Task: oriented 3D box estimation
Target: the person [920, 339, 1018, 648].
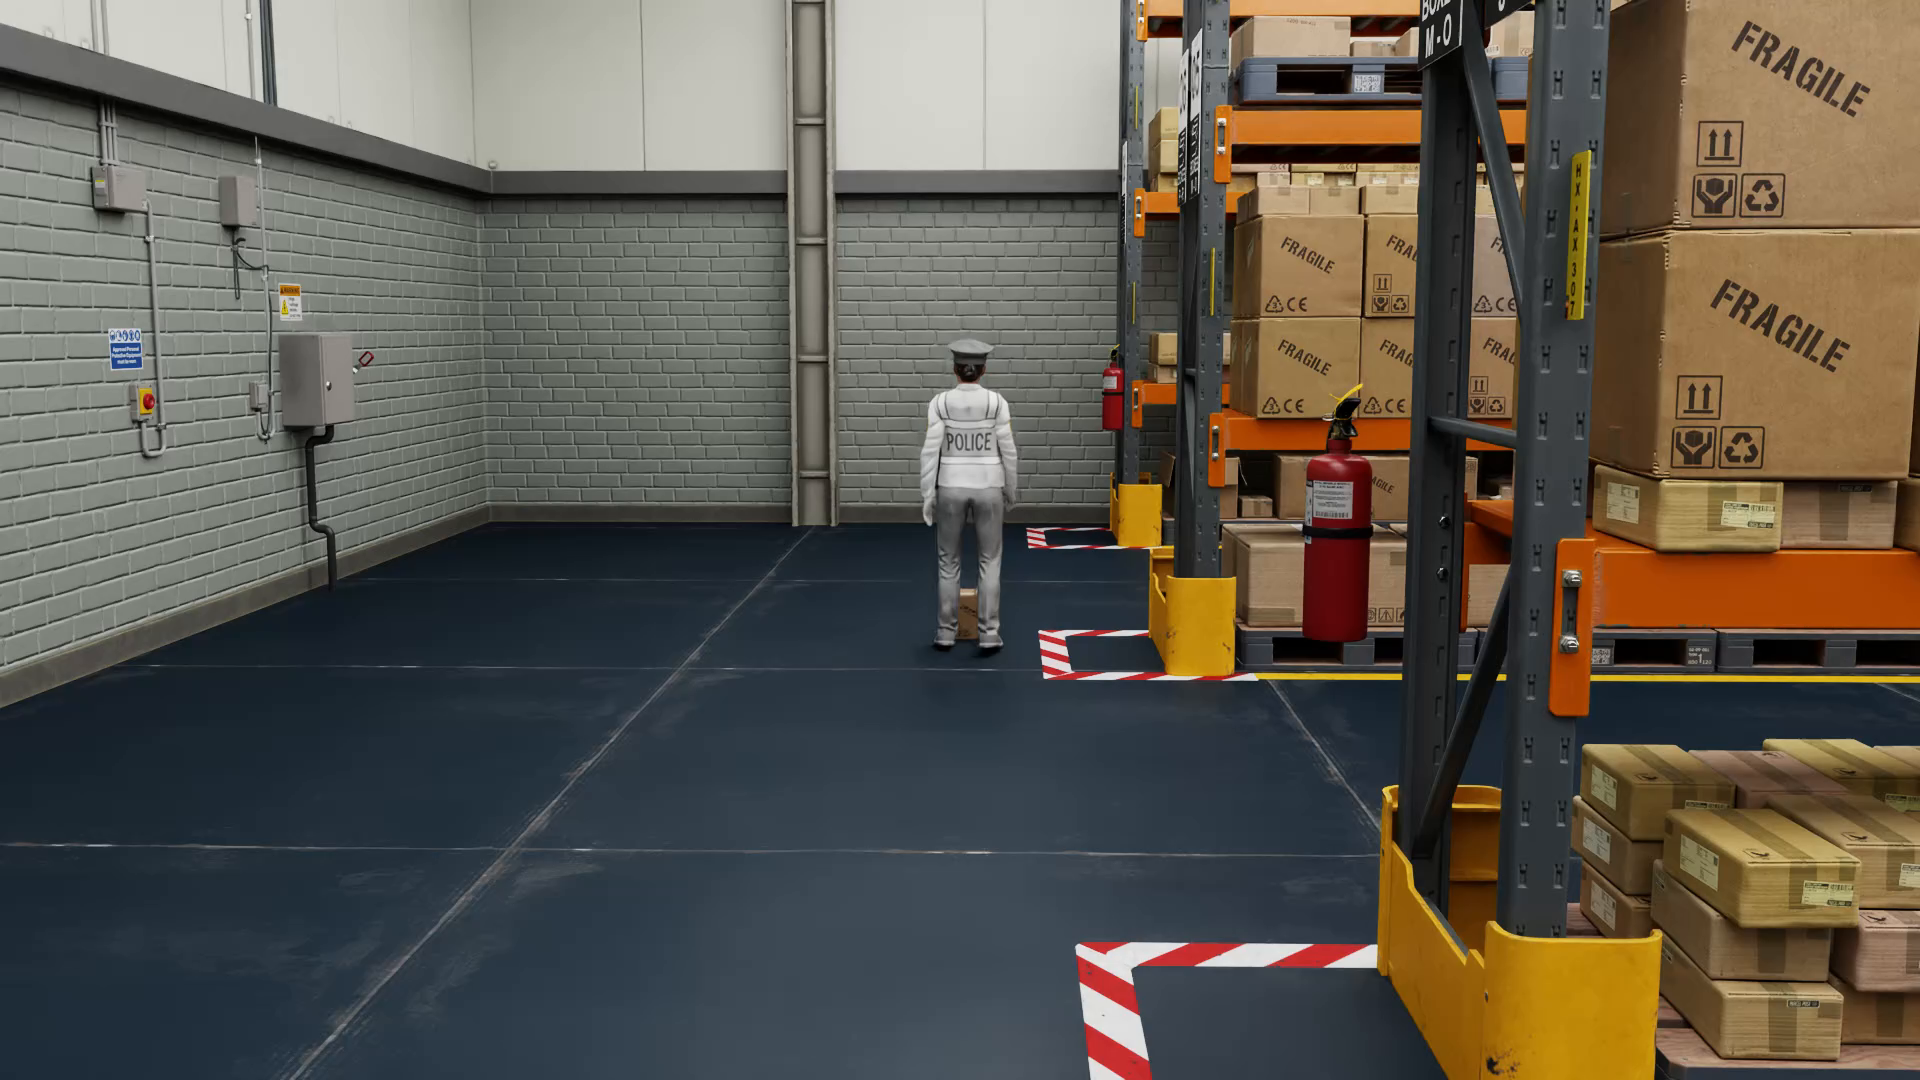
[{"bbox_3d":[0.051,-0.238,8.992,0.519,1.691,0.459,0,7,3],"label":"person"}]
